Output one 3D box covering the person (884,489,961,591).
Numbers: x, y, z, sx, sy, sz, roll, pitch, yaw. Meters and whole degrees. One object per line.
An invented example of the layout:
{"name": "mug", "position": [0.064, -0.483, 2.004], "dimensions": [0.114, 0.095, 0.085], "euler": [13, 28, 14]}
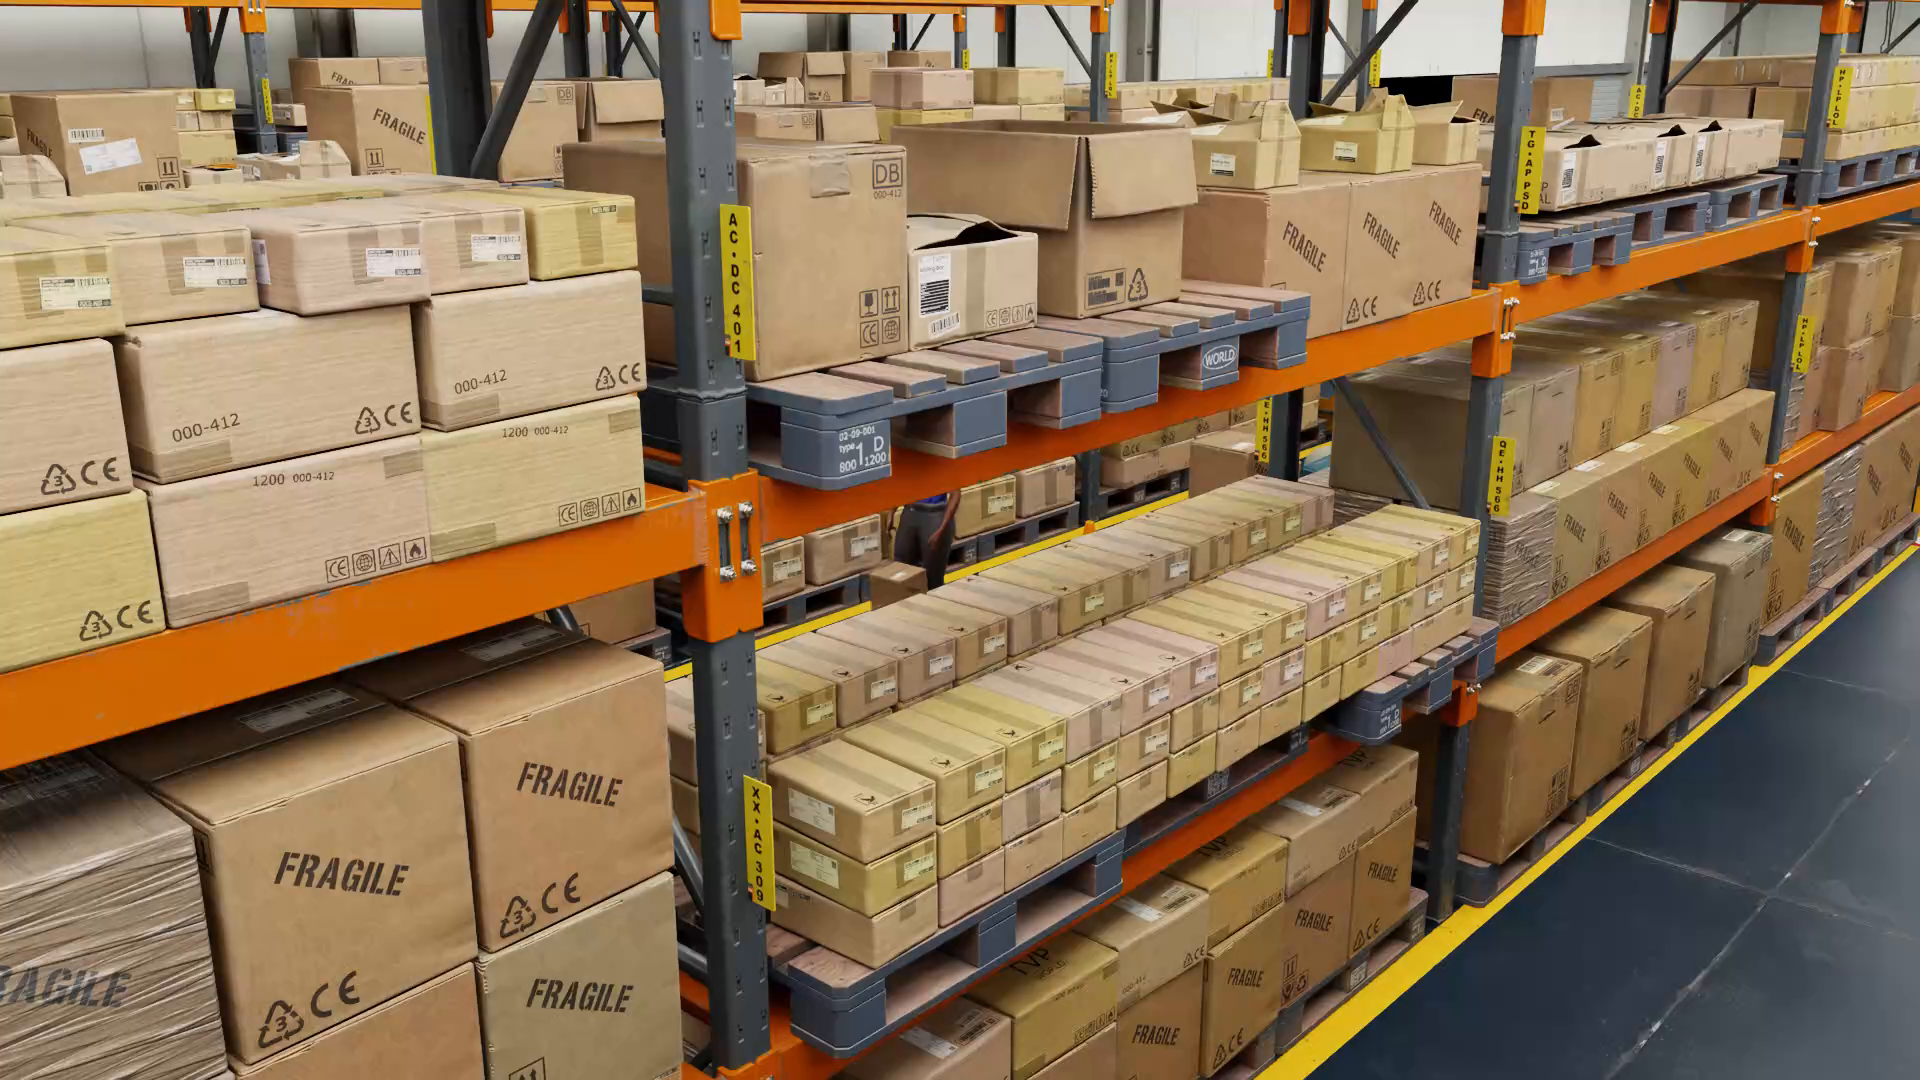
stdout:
{"name": "person", "position": [-0.272, -0.064, 10.237], "dimensions": [0.547, 1.654, 0.502], "euler": [15, 22, 39]}
